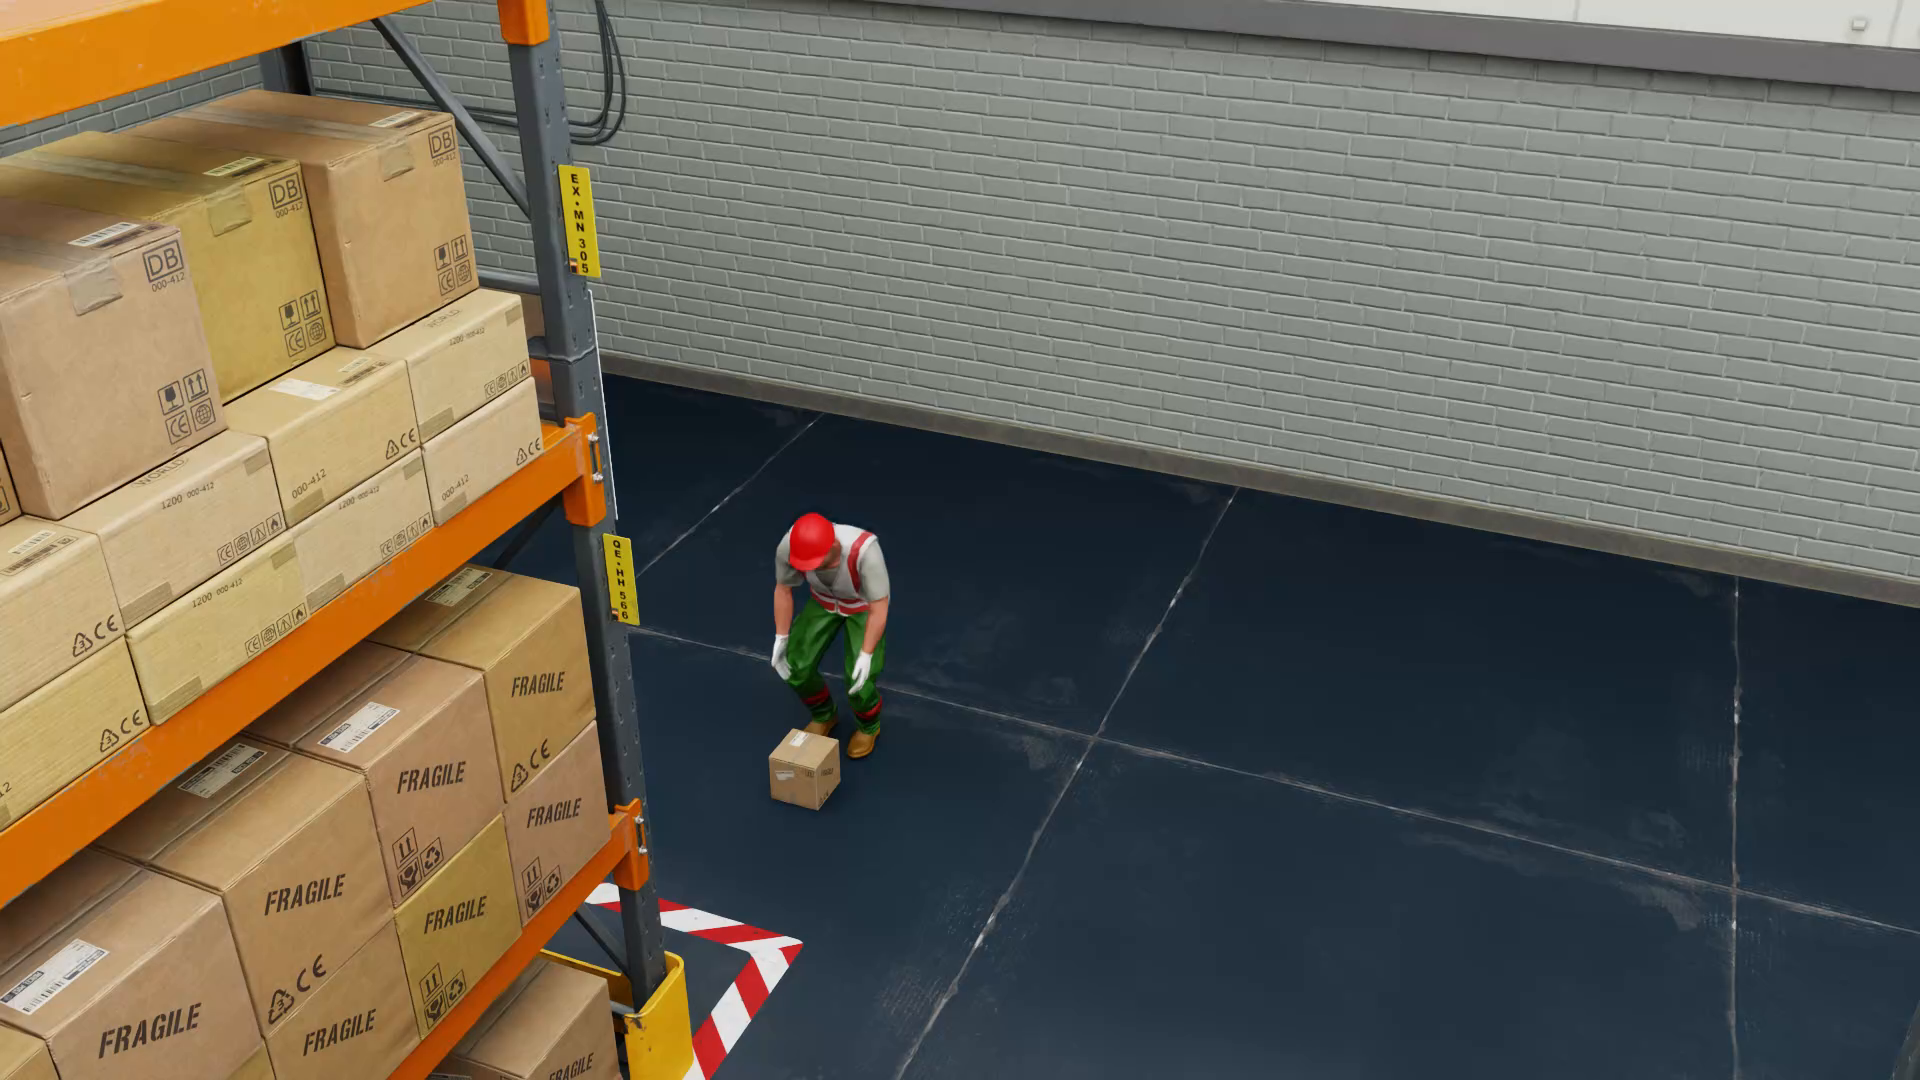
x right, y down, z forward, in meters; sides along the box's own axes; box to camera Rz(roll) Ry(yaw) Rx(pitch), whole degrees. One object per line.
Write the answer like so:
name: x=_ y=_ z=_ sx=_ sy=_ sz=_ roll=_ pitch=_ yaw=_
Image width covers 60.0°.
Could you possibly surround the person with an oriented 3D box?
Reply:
person: x=-0.581 y=0.411 z=8.002 sx=0.583 sy=1.442 sz=0.750 roll=11 pitch=31 yaw=19
